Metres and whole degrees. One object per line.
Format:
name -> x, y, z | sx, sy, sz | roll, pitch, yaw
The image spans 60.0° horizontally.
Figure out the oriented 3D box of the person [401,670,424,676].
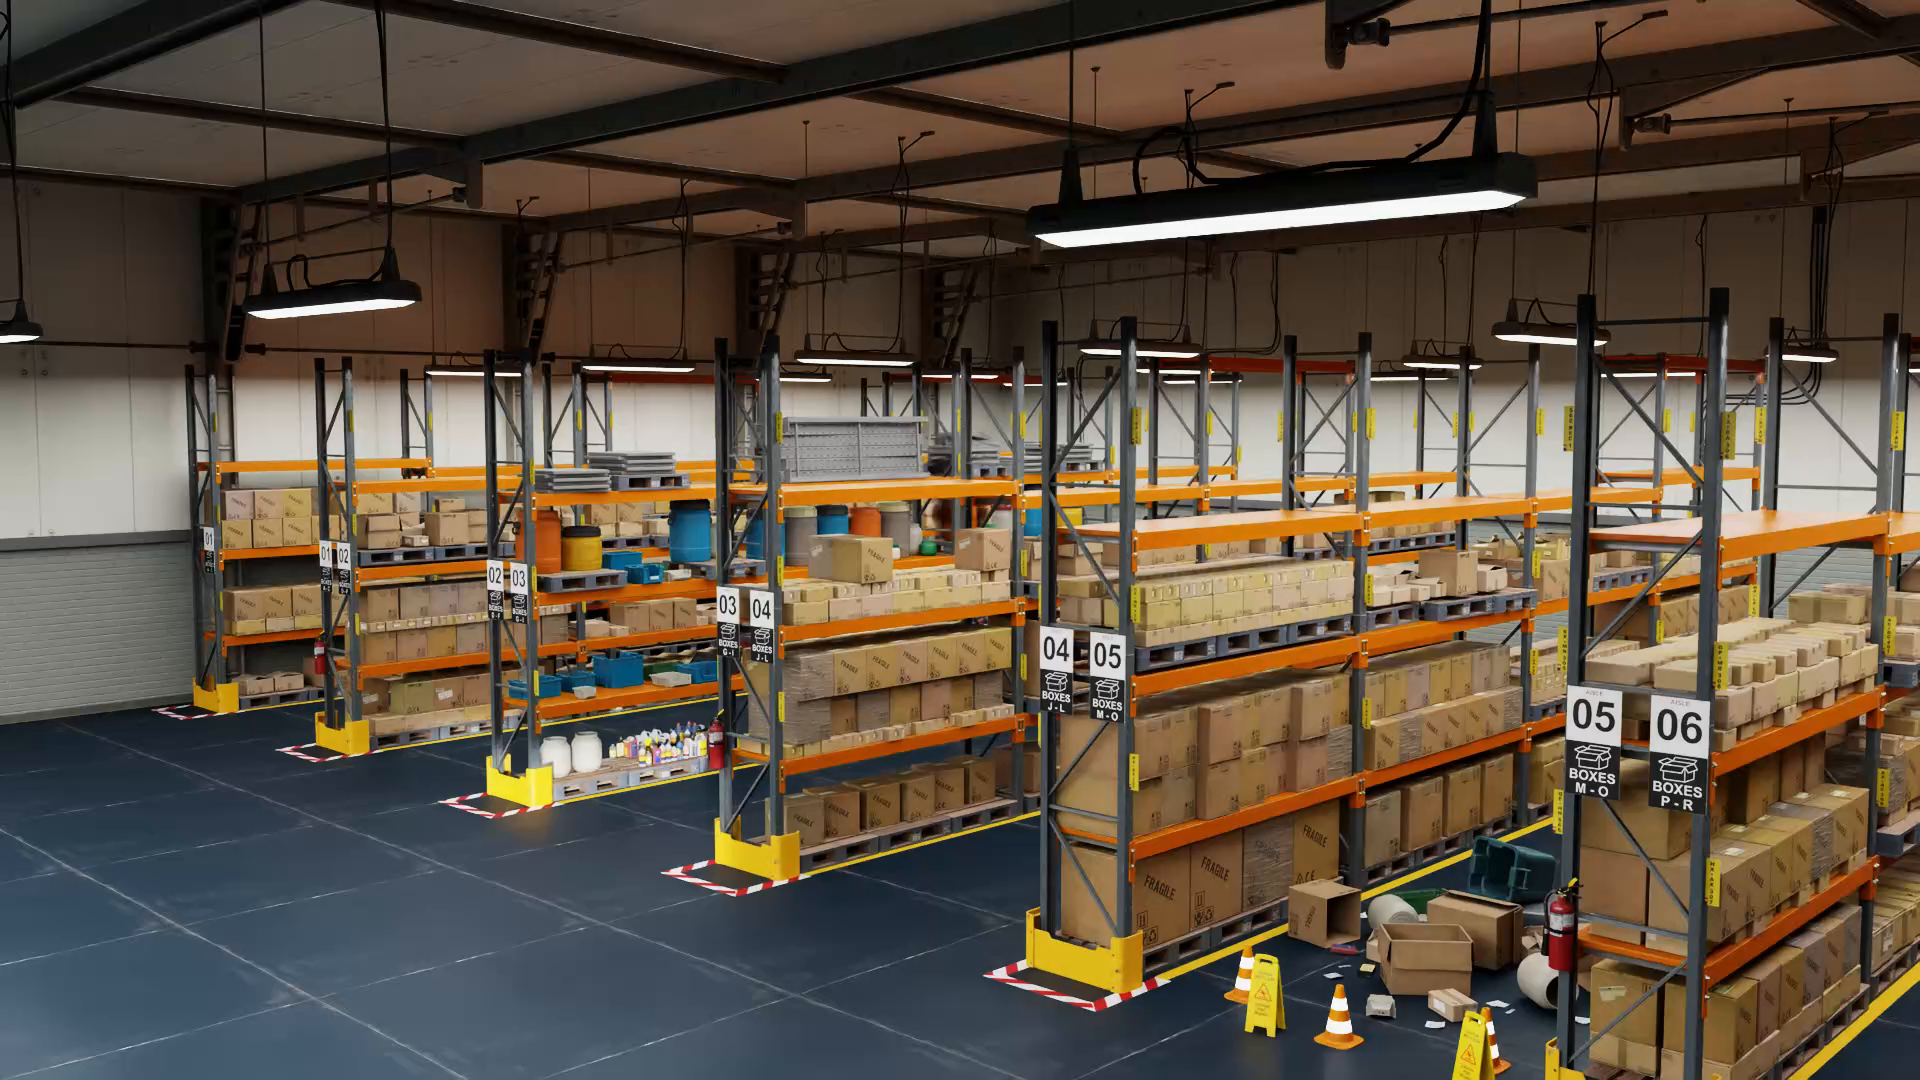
person -> -9.290, 2.205, 28.331 | 0.470, 1.598, 0.491 | -3, 5, -35
